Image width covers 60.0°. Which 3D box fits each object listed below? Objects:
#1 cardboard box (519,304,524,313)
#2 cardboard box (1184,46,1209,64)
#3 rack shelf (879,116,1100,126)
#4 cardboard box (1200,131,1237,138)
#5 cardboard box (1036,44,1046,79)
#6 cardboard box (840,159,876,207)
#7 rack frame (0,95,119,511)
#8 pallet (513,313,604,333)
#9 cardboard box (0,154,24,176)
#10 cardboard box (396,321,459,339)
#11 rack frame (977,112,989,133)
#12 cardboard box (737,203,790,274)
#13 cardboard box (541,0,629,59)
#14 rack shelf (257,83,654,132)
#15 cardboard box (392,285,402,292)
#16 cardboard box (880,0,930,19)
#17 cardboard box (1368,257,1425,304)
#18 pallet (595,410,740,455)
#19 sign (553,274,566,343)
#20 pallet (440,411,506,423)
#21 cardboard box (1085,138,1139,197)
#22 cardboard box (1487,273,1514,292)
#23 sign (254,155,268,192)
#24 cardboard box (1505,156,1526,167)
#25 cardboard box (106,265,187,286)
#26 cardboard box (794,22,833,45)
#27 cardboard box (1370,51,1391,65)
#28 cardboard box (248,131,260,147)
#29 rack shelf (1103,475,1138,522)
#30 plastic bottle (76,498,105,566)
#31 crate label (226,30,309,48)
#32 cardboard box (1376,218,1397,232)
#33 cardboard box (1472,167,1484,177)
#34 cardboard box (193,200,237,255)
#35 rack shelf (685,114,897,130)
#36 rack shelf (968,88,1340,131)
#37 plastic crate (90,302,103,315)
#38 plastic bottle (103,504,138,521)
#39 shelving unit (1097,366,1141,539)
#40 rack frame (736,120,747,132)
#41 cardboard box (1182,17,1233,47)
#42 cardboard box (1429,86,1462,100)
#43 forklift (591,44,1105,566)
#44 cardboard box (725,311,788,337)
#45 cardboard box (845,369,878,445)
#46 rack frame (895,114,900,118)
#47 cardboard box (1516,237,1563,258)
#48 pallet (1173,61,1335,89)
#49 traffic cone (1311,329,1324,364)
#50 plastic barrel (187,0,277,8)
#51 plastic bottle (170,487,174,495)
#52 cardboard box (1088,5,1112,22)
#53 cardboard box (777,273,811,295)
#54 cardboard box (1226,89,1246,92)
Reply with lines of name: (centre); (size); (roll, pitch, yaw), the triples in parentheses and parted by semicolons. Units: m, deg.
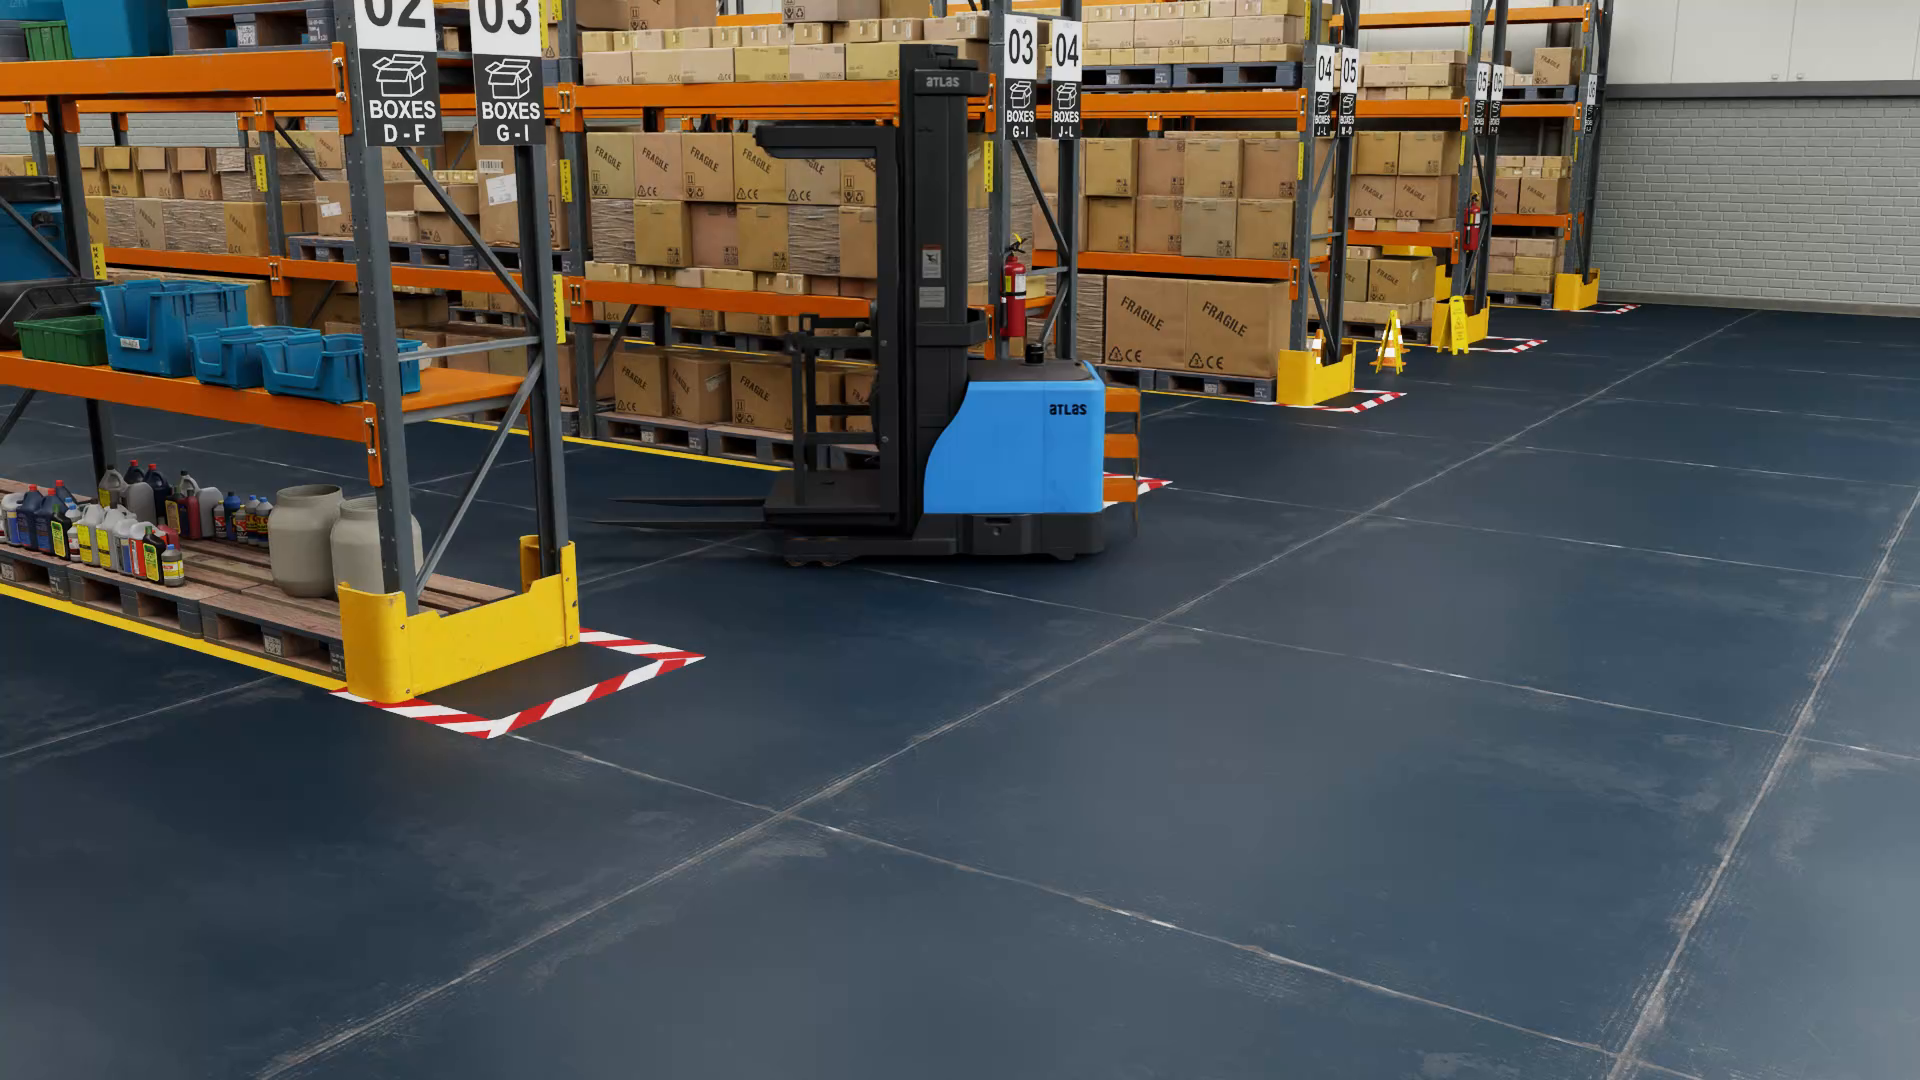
cardboard box: (-5.242, -3.134, 21.068); (0.500, 0.500, 0.500); (10, 17, 34)
cardboard box: (2.271, -4.490, 15.417); (0.250, 0.149, 0.380); (9, 17, 33)
rack shelf: (0.516, -7.263, 28.674); (4.000, 0.370, 1.077); (9, 17, 33)
cardboard box: (3.383, -4.864, 20.823); (0.500, 0.500, 0.700); (9, 17, 33)
cardboard box: (0.260, -3.348, 11.676); (0.500, 0.250, 0.500); (10, 17, 34)
cardboard box: (-0.497, -2.617, 11.746); (0.500, 0.500, 0.500); (9, 17, 33)
rack frame: (-5.568, -1.398, 9.726); (0.127, 3.000, 1.000); (9, 17, 33)
pallet: (-4.926, -2.812, 21.244); (1.213, 0.211, 1.003); (9, 17, 33)
cardboard box: (-10.386, -3.970, 18.250); (0.500, 0.500, 0.500); (9, 17, 33)
cardboard box: (-5.088, -1.764, 15.493); (0.500, 0.500, 0.700); (8, 16, 28)
rack frame: (0.049, -3.361, 17.656); (0.127, 3.000, 1.000); (9, 17, 33)
cardboard box: (-1.206, -2.309, 12.581); (0.500, 0.500, 0.875); (9, 17, 33)
cardboard box: (-3.138, -4.178, 13.627); (0.637, 0.503, 0.797); (8, 16, 30)
rack shelf: (-4.463, -3.760, 14.525); (4.000, 0.370, 1.077); (9, 17, 33)
cardboard box: (-7.492, -3.443, 22.429); (0.250, 0.149, 0.380); (9, 16, 31)
cardboard box: (-0.565, -3.993, 12.102); (0.500, 0.500, 0.500); (9, 17, 33)
cardboard box: (5.236, -3.113, 19.945); (0.500, 0.500, 0.500); (9, 17, 33)
pallet: (-2.226, -0.949, 13.716); (1.213, 0.211, 1.003); (9, 17, 33)
sign: (-1.938, -1.105, 7.967); (0.005, 0.325, 0.100); (9, 17, 33)
pallet: (-4.467, -1.299, 15.132); (1.213, 0.211, 1.003); (9, 17, 33)
cardboard box: (1.672, -3.681, 16.392); (0.500, 0.550, 0.875); (9, 17, 33)
cardboard box: (7.840, -3.753, 24.088); (0.500, 0.250, 0.500); (9, 17, 33)
sign: (-6.430, -3.372, 15.295); (0.005, 0.325, 0.100); (9, 17, 33)
cardboard box: (7.945, -5.385, 23.658); (0.250, 0.149, 0.380); (10, 17, 34)
cardboard box: (-8.157, -2.429, 17.441); (0.875, 0.875, 1.225); (9, 16, 31)
cardboard box: (-0.964, -3.576, 11.768); (0.250, 0.149, 0.380); (8, 16, 30)
cardboard box: (5.005, -5.649, 19.523); (0.250, 0.149, 0.380); (9, 17, 33)
cardboard box: (-9.684, -5.535, 23.532); (0.500, 0.500, 0.500); (9, 17, 32)
rack shelf: (0.976, -0.261, 10.394); (0.240, 0.259, 0.215); (0, 14, -1)
plastic bottle: (-4.620, -0.052, 8.888); (0.185, 0.351, 0.144); (9, 17, 32)
crate label: (-3.617, -2.562, 8.497); (0.408, 0.251, 0.502); (9, 17, 33)
cardboard box: (5.144, -3.761, 19.795); (0.250, 0.149, 0.380); (9, 16, 32)
cardboard box: (7.513, -5.306, 23.958); (0.250, 0.149, 0.380); (9, 16, 31)
cardboard box: (-7.081, -3.055, 16.213); (0.500, 0.500, 0.500); (9, 17, 32)
rack shelf: (-2.251, -6.273, 24.674); (4.000, 0.370, 1.077); (9, 17, 33)
rack shelf: (1.708, -4.199, 16.299); (4.000, 0.370, 1.077); (9, 17, 33)
plastic crate: (-4.498, -1.231, 9.363); (0.616, 0.251, 0.499); (9, 17, 33)
plastic bottle: (-4.558, -0.049, 9.030); (0.135, 0.276, 0.152); (9, 17, 33)
shelving unit: (0.976, -0.541, 10.324); (0.252, 1.050, 0.215); (0, 14, -1)
rack frame: (-4.463, -6.961, 32.199); (0.127, 3.000, 1.000); (9, 17, 33)
cardboard box: (2.391, -4.681, 15.360); (0.500, 0.250, 0.500); (9, 17, 33)
cardboard box: (5.594, -5.151, 19.169); (0.250, 0.149, 0.380); (9, 17, 33)
forklift: (-0.669, -1.397, 9.866); (3.031, 2.935, 1.130); (0, 14, -1)
cardboard box: (-2.088, -2.793, 19.170); (0.750, 0.750, 1.050); (9, 17, 34)
cardboard box: (-0.508, -1.000, 12.447); (0.500, 0.500, 0.500); (-12, 18, -39)
rack frame: (-0.592, -4.897, 23.865); (0.127, 3.000, 1.000); (9, 17, 33)
cardboard box: (8.257, -4.169, 23.689); (0.500, 0.250, 0.500); (10, 17, 35)
pallet: (2.746, -4.335, 15.533); (1.213, 0.211, 1.003); (9, 17, 33)
traffic cone: (3.720, -1.947, 17.225); (0.334, 0.463, 0.336); (9, 17, 33)
plastic barrel: (-3.265, -2.740, 7.641); (0.600, 0.588, 0.600); (0, 14, 0)
plastic bottle: (-4.555, -0.224, 9.725); (0.133, 0.283, 0.061); (11, 17, 37)
cardboard box: (1.423, -5.013, 15.872); (0.250, 0.149, 0.380); (9, 17, 33)
cardboard box: (-1.139, -1.904, 12.295); (0.250, 0.149, 0.380); (9, 17, 33)
cardboard box: (3.488, -5.505, 20.601); (0.250, 0.149, 0.380); (10, 17, 34)
